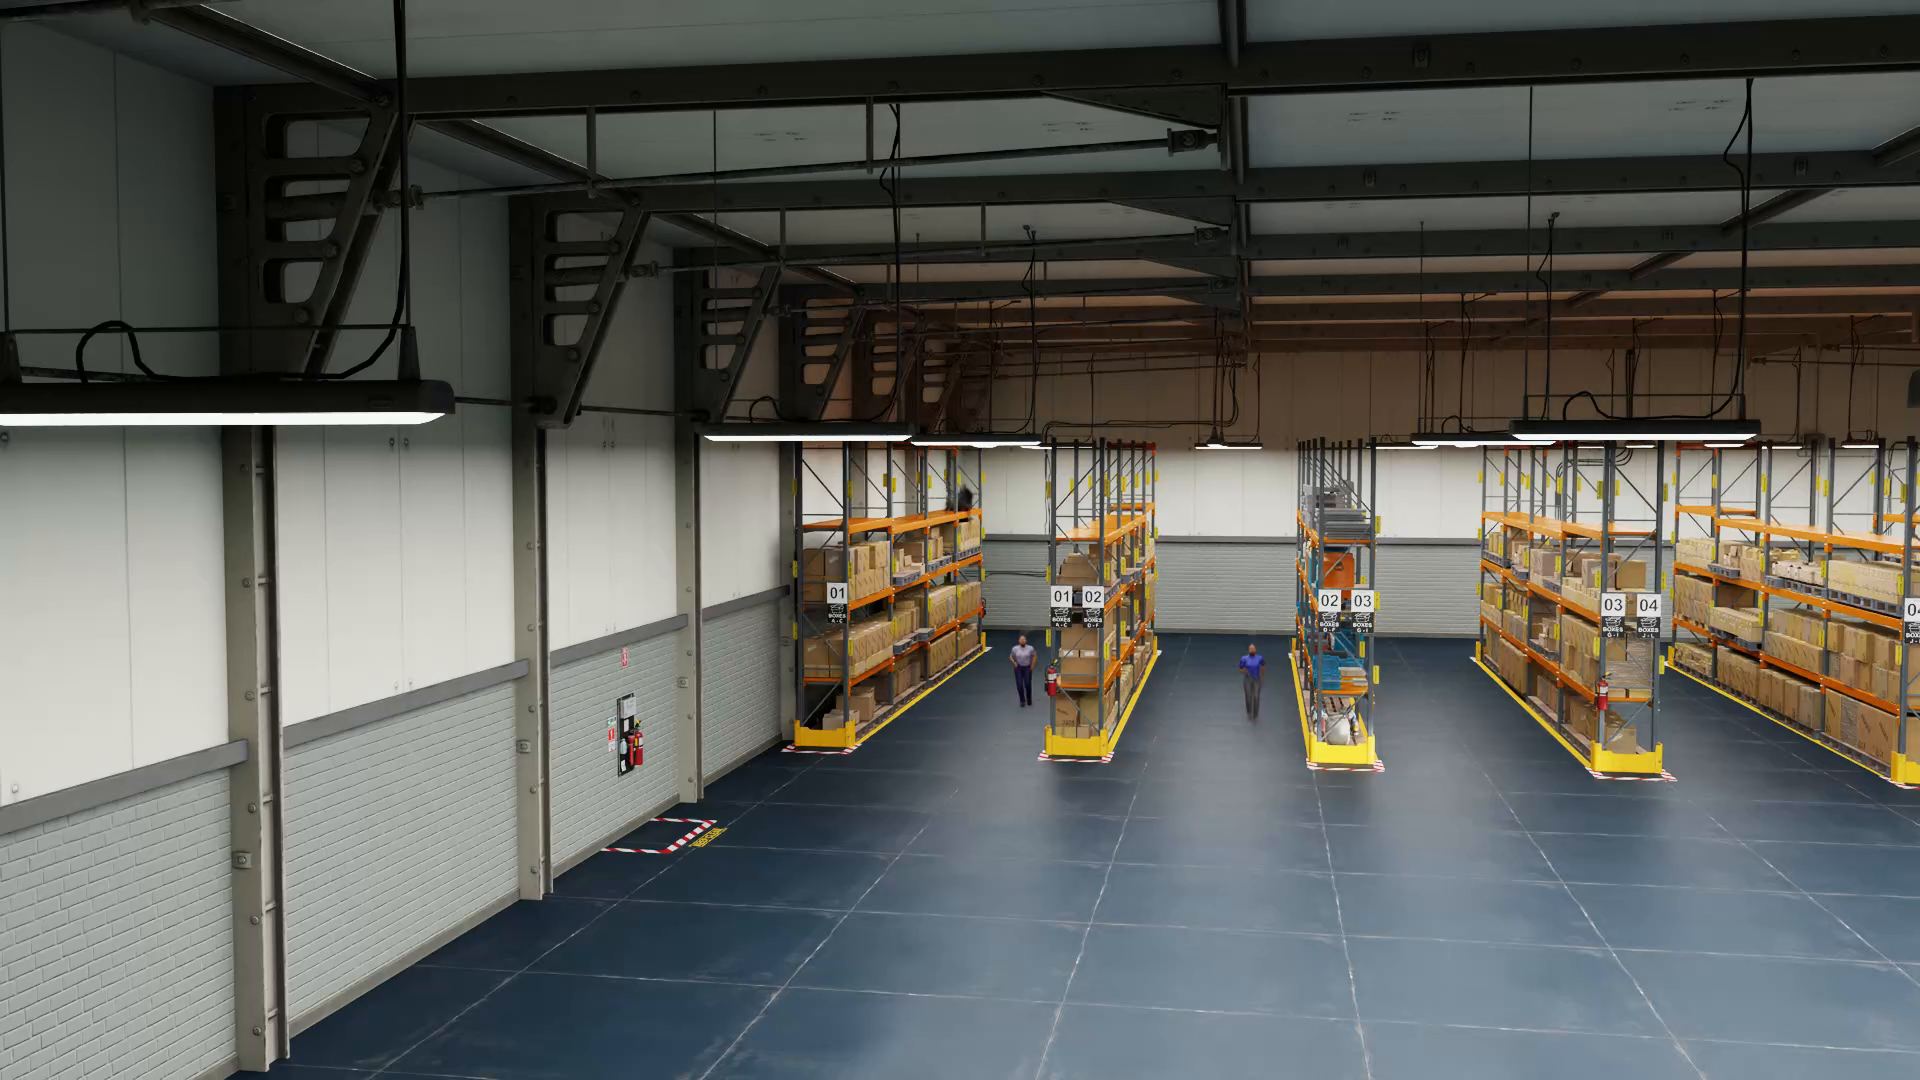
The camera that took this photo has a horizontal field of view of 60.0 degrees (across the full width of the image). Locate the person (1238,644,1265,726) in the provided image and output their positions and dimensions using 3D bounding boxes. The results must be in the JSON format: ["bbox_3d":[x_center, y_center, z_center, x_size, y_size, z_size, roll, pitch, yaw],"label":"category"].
[{"bbox_3d":[6.149,3.023,35.085,0.580,1.680,0.902,0,3,9],"label":"person"}]

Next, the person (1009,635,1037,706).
[{"bbox_3d":[1.405,2.937,37.314,0.603,1.609,0.573,0,3,7],"label":"person"}]
